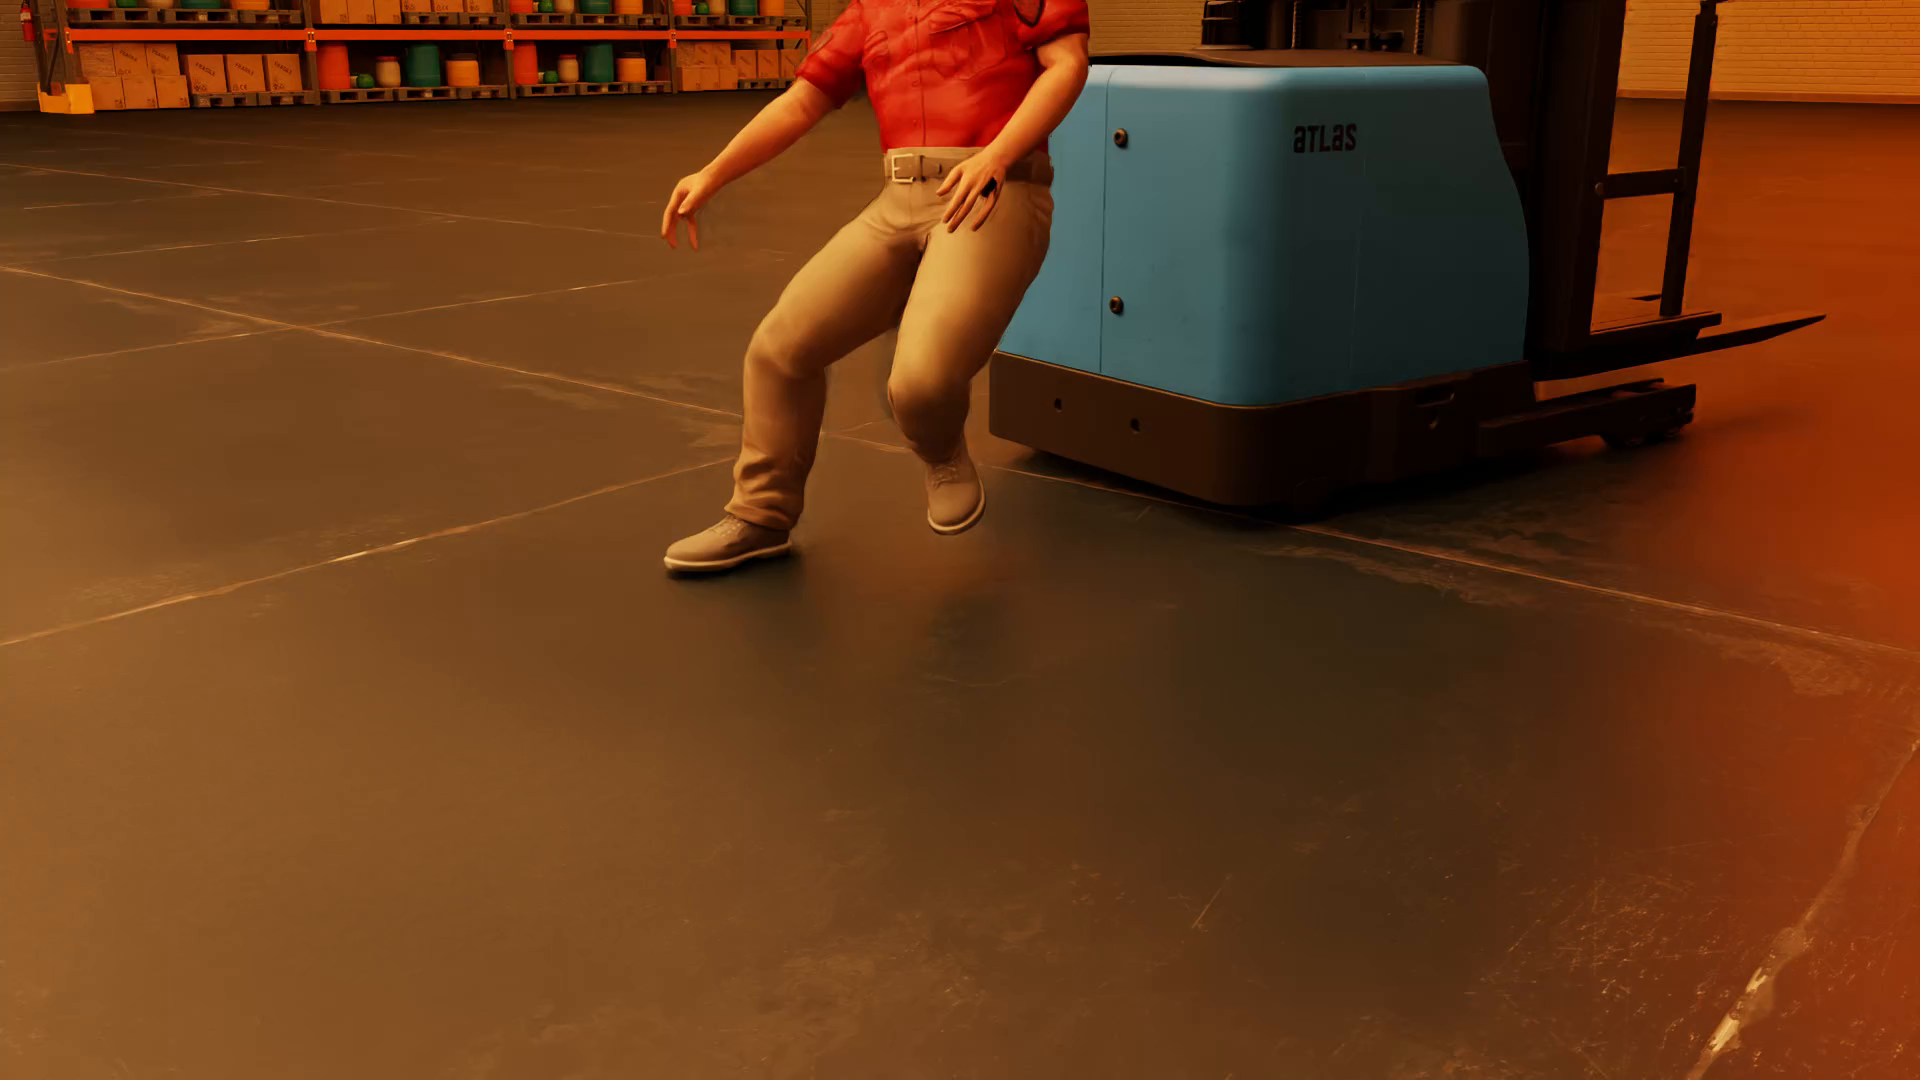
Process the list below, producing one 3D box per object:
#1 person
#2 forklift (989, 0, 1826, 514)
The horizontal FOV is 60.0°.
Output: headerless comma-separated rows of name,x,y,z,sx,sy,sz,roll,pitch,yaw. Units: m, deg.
person,-0.183,-0.682,3.435,0.781,1.584,0.642,15,22,40
forklift,1.571,-1.784,4.772,3.031,2.935,1.130,-12,21,-34
